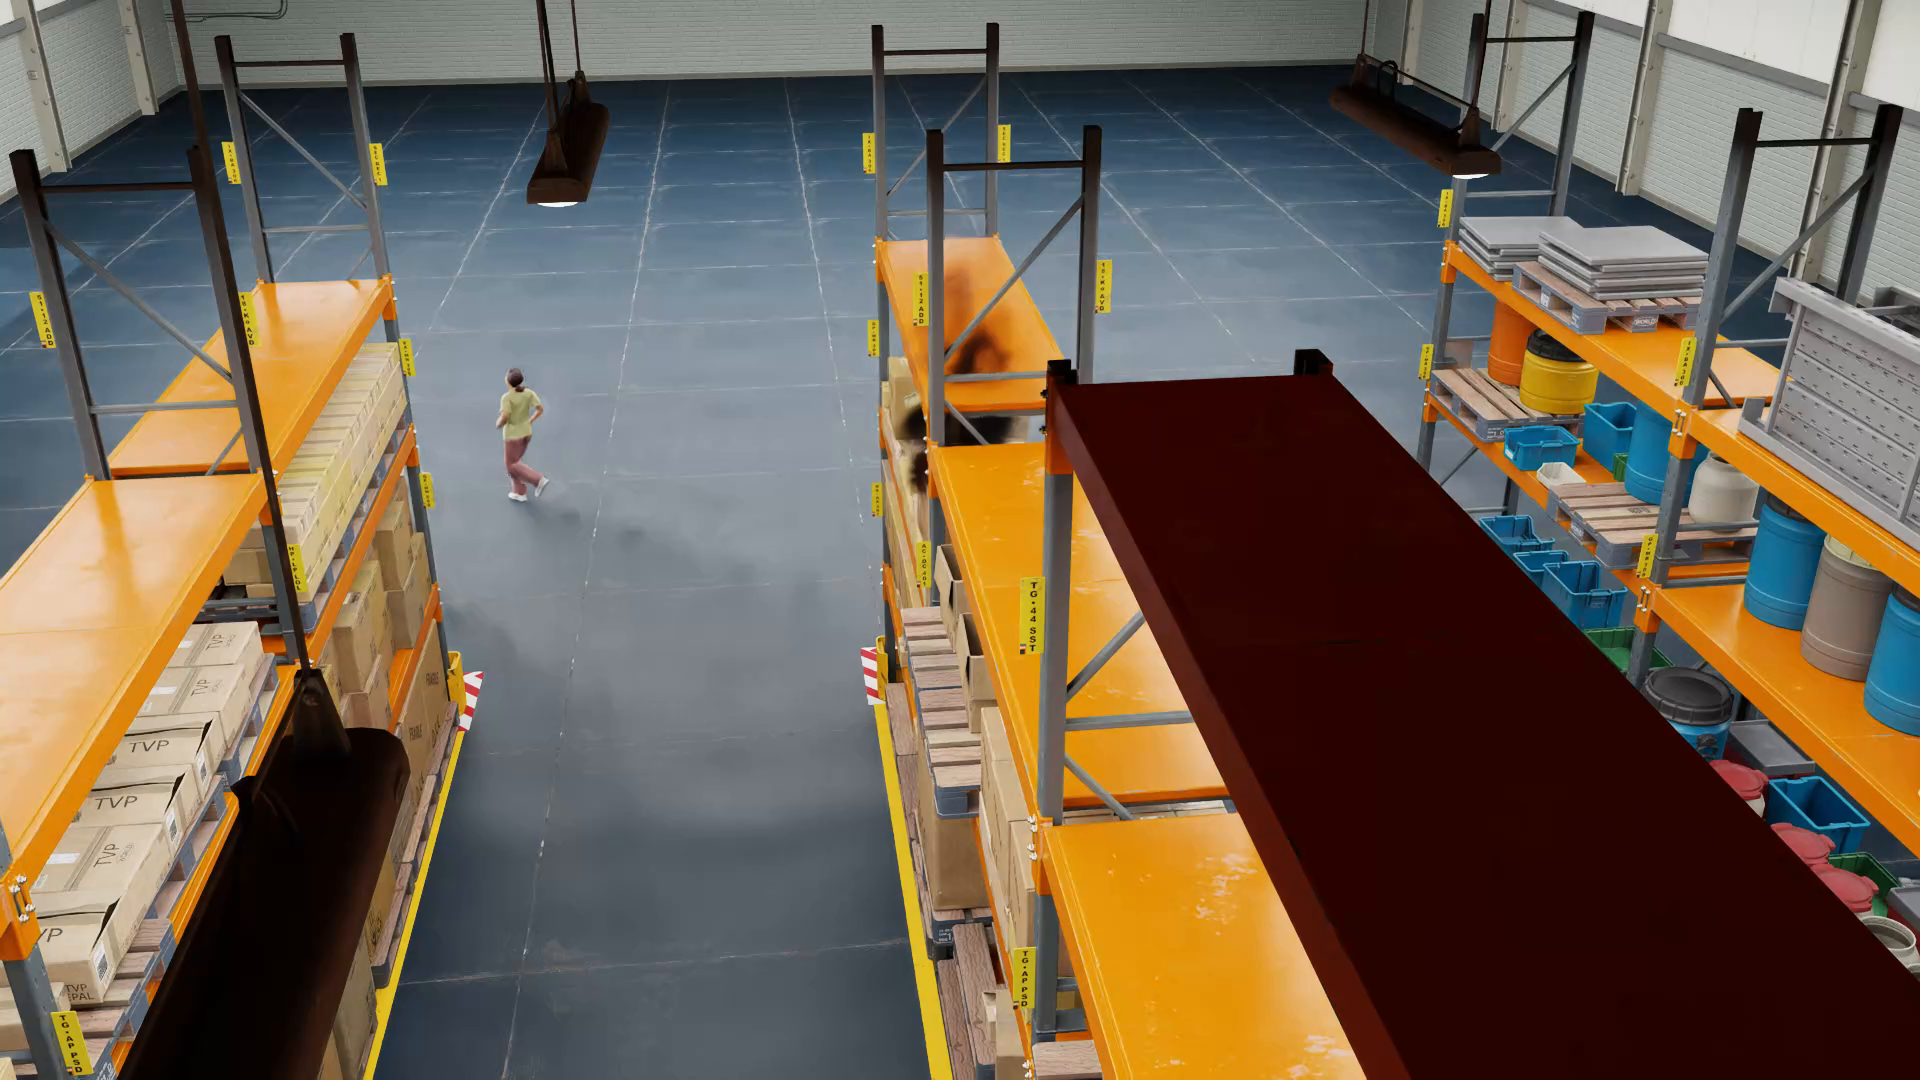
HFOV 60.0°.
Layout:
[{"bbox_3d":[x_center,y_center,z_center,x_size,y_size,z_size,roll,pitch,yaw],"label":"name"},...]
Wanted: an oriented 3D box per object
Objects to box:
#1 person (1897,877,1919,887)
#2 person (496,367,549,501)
[{"bbox_3d":[7.401,2.082,12.125,0.611,1.681,0.940,-9,27,-19],"label":"person"},{"bbox_3d":[-5.034,-1.171,19.092,0.687,1.644,0.575,17,30,31],"label":"person"}]
